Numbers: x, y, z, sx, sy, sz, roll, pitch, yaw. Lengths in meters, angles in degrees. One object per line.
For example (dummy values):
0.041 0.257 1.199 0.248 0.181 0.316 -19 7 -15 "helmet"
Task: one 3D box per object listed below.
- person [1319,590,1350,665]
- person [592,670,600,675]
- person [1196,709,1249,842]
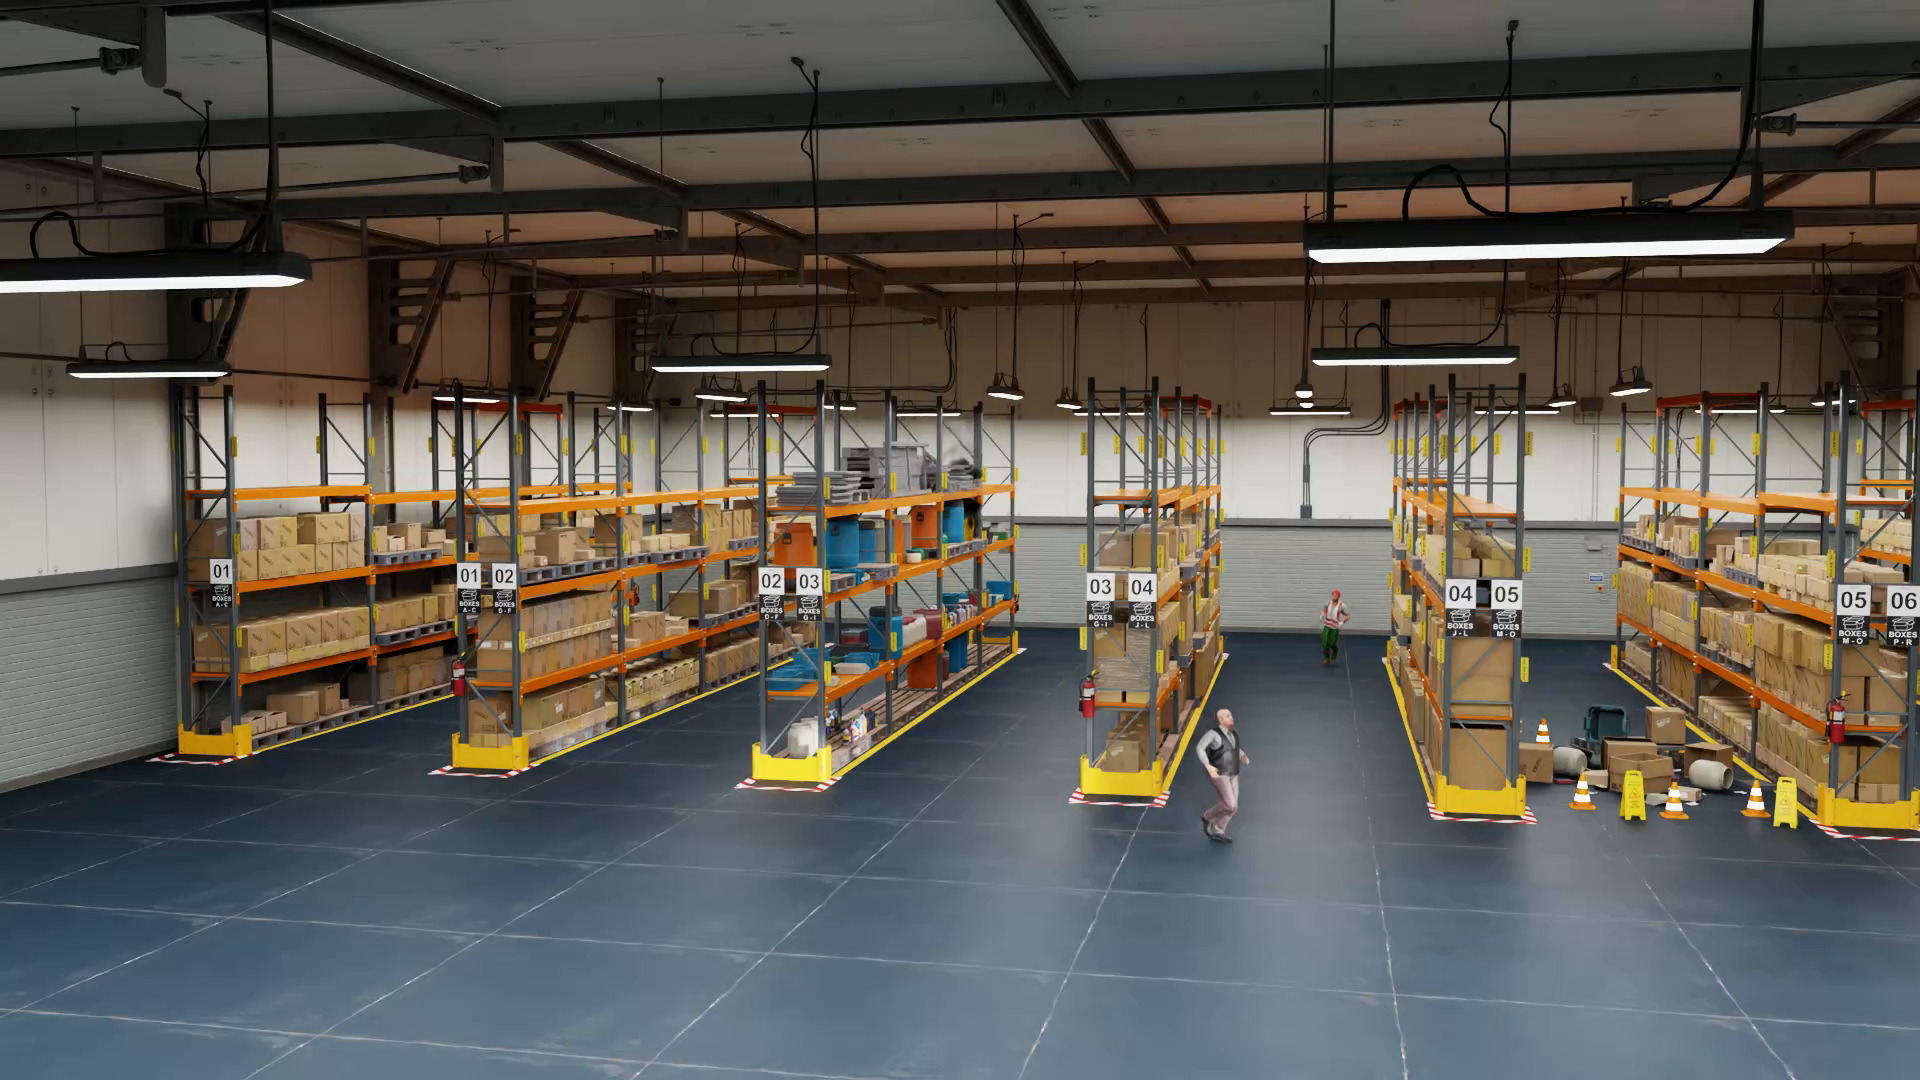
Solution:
8.609 2.005 38.271 0.689 1.728 0.648 2 4 38 "person"
-7.811 2.158 35.596 0.648 1.724 0.616 0 3 3 "person"
3.362 2.979 20.986 0.703 1.694 0.542 -3 4 -41 "person"
